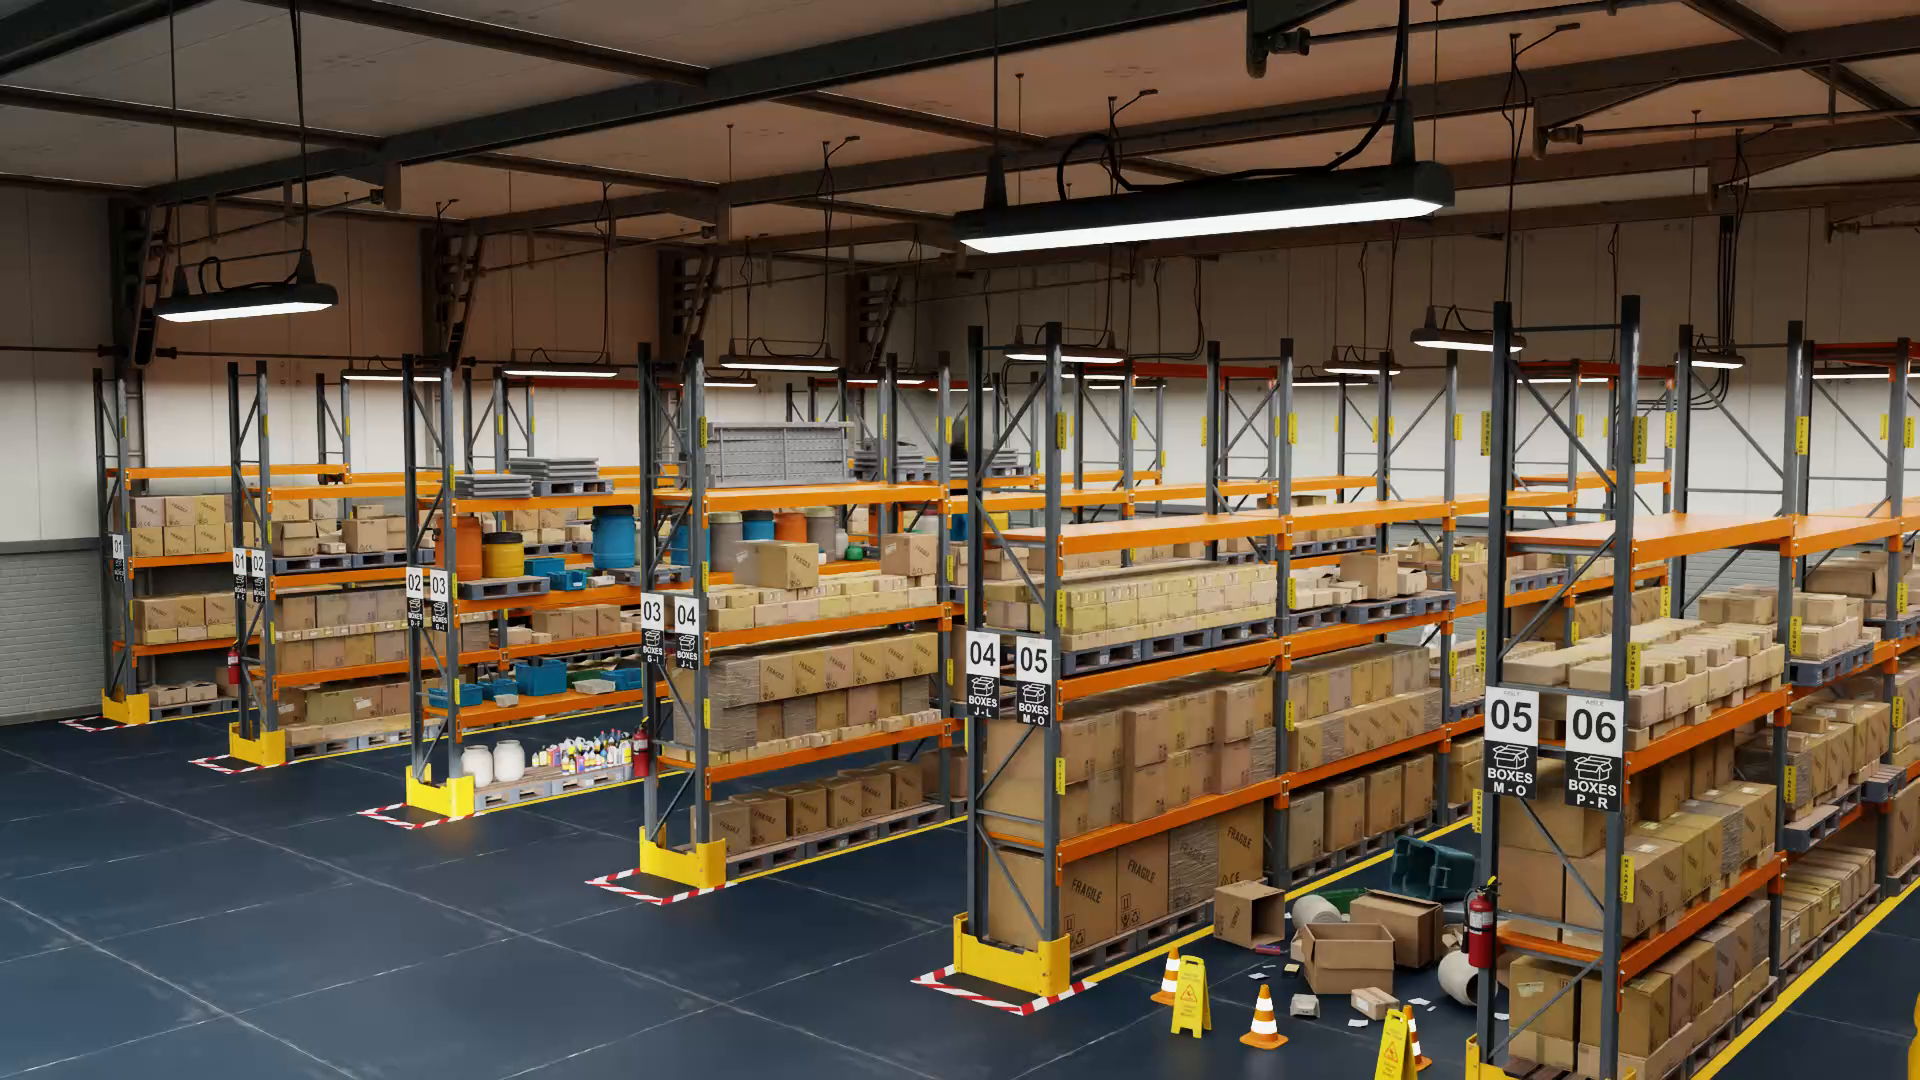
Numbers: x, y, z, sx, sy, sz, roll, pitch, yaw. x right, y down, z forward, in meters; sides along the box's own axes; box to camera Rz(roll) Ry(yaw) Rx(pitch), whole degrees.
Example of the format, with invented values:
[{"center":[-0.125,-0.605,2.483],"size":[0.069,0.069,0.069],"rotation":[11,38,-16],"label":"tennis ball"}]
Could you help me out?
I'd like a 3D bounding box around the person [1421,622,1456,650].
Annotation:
[{"center":[8.689,2.112,30.191],"size":[0.624,1.721,0.793],"rotation":[1,4,11],"label":"person"}]
